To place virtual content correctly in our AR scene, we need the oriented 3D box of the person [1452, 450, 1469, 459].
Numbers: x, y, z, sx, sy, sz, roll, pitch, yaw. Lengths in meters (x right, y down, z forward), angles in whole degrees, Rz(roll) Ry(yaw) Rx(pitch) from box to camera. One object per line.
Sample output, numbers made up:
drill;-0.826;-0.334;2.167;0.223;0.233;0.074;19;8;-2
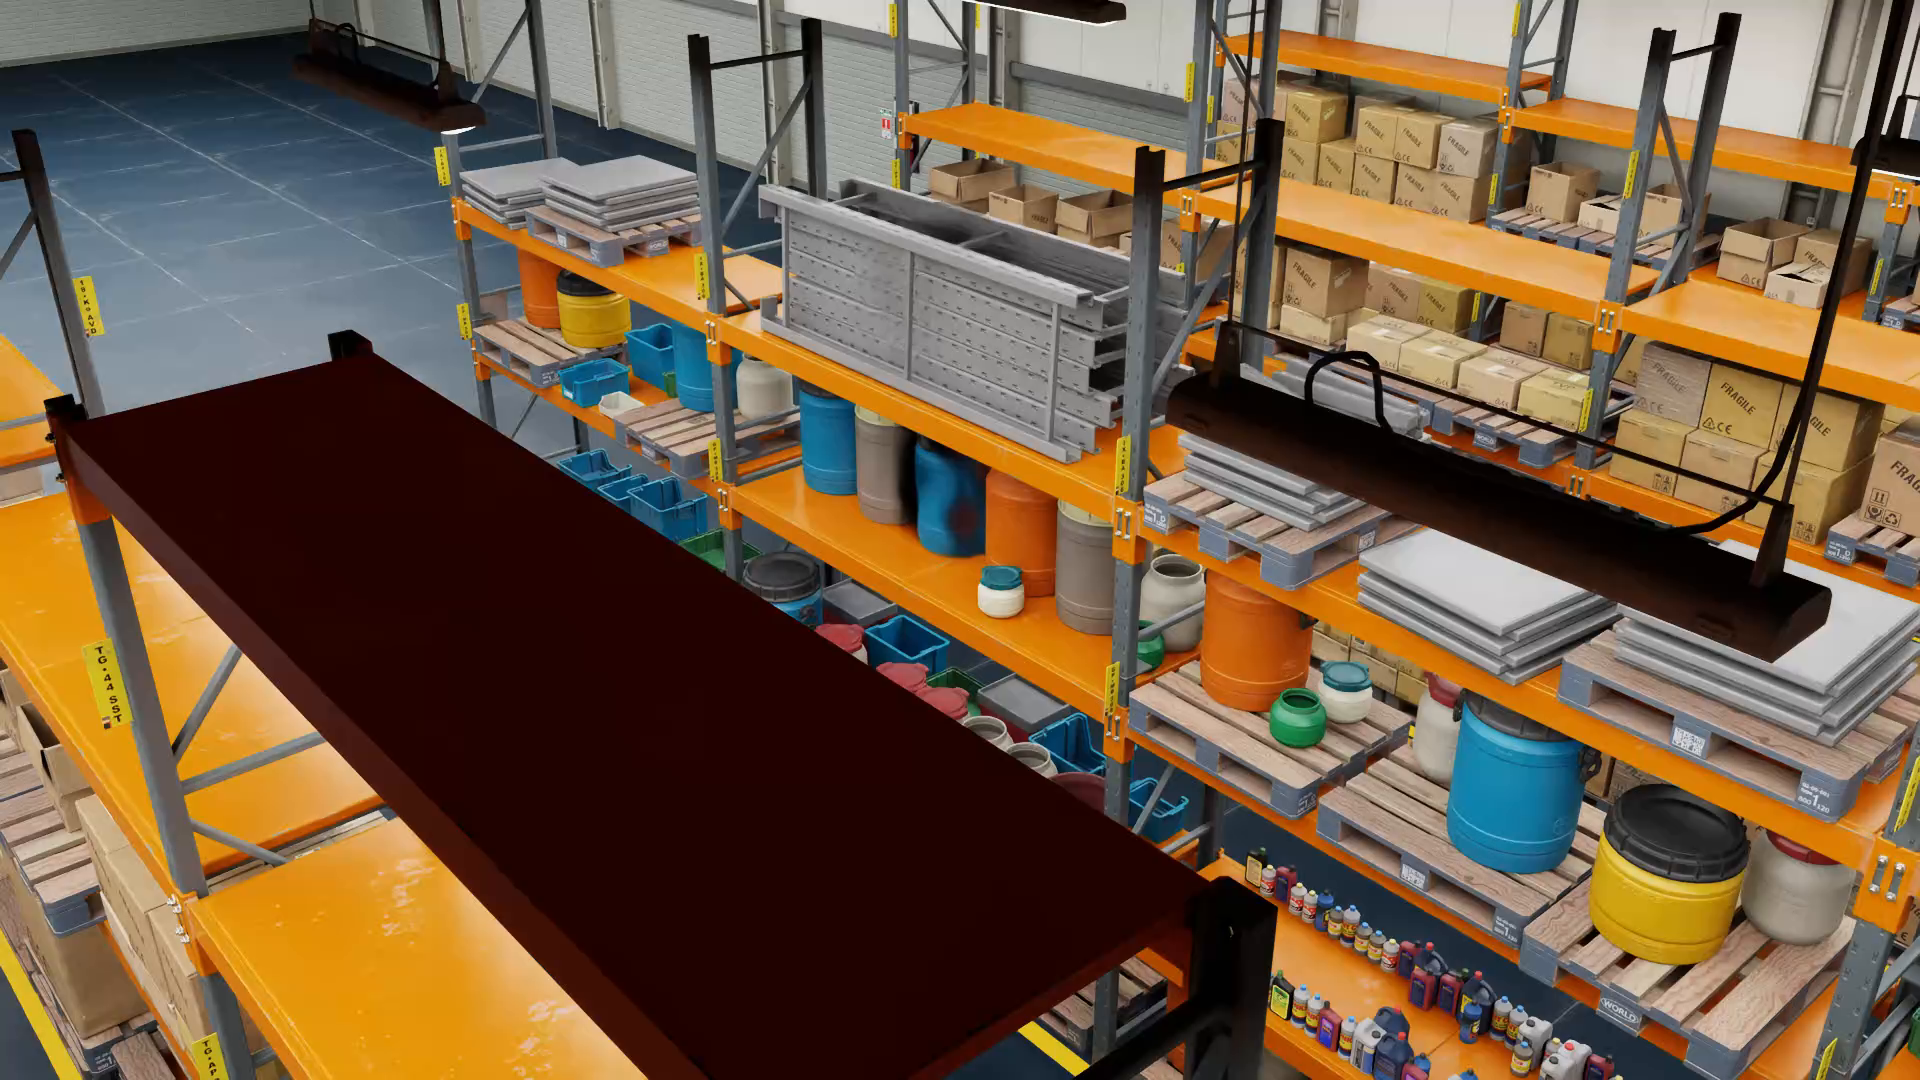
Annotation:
person;4.993;-0.126;16.191;0.796;1.475;0.528;12;29;22
